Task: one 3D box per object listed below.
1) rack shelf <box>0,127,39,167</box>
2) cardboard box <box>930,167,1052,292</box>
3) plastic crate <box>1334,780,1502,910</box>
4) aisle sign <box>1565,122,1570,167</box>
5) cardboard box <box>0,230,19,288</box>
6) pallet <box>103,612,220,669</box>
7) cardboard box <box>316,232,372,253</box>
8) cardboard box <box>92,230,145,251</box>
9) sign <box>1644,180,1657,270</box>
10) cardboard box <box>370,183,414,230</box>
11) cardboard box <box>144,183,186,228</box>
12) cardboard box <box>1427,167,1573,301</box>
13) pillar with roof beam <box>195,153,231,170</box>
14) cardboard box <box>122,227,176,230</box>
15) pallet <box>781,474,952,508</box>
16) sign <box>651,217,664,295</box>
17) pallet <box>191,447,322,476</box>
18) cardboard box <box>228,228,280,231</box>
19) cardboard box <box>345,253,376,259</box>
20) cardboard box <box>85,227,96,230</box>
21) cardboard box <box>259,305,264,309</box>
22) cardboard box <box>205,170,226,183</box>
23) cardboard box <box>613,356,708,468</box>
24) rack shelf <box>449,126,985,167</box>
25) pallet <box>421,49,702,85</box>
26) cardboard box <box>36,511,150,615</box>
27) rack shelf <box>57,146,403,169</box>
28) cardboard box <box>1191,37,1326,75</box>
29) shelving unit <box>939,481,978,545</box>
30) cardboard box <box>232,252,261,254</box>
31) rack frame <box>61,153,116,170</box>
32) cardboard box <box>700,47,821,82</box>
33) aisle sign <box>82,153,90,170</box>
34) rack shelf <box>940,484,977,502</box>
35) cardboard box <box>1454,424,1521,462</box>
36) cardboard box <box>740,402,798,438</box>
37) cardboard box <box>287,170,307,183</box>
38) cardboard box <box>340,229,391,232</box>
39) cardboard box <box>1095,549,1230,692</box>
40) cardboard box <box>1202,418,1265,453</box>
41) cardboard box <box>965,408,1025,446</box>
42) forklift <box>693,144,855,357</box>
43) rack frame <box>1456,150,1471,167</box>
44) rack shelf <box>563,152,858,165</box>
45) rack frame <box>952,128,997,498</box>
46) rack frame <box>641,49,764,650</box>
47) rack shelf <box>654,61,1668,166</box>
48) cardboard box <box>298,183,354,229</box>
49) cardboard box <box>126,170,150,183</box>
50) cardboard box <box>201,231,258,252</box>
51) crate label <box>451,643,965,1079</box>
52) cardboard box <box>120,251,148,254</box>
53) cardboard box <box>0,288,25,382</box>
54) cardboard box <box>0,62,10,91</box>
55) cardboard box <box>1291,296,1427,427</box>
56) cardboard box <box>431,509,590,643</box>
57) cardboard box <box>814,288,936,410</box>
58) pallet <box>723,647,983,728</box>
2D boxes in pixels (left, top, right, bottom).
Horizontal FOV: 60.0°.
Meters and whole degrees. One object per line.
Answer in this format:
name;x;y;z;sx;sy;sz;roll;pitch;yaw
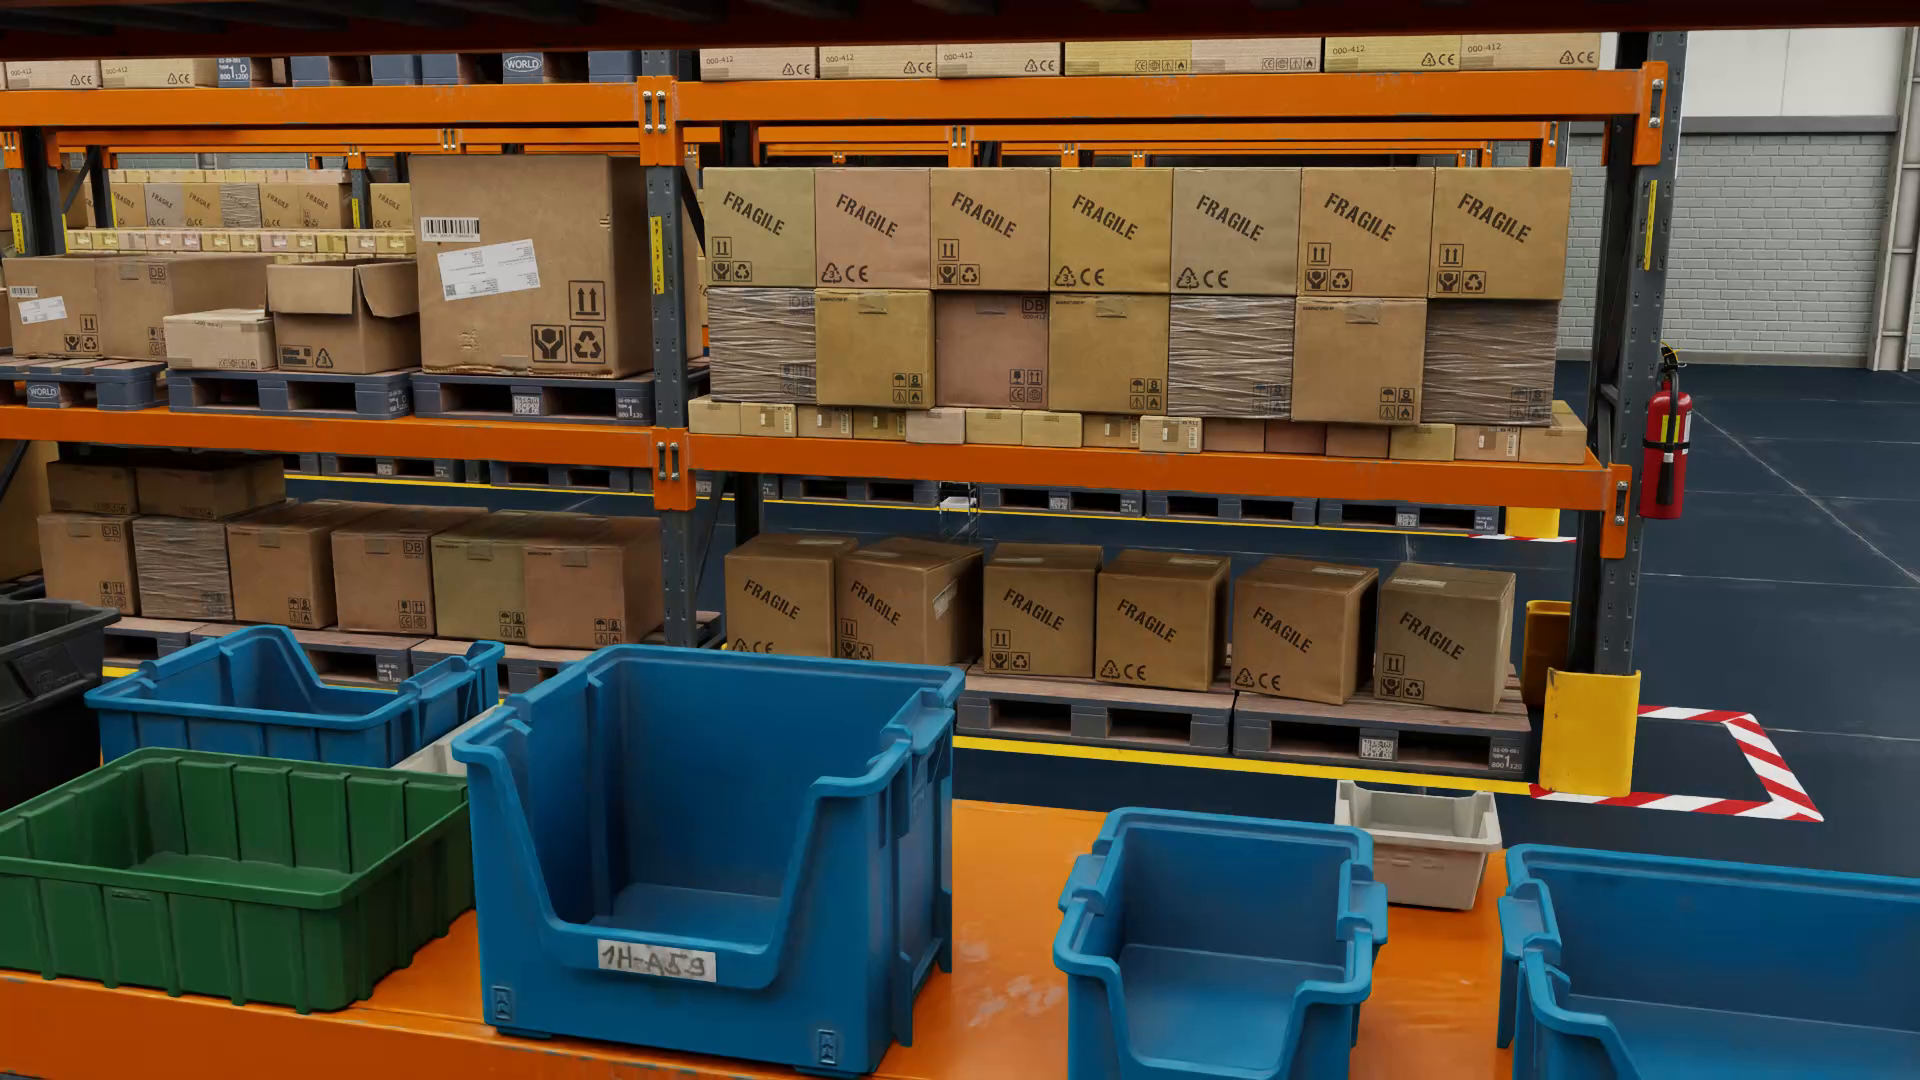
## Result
rack shelf;-6.994;-2.197;8.945;4.000;0.370;1.077;3;13;14
cardboard box;0.178;-1.326;7.058;0.500;0.500;0.500;3;13;14
plastic crate;0.736;0.492;2.701;0.250;0.136;0.298;3;13;14
aisle sign;3.998;-2.805;10.948;0.004;0.787;0.394;3;13;14
cardboard box;-8.187;-2.385;14.140;0.500;0.500;0.500;3;13;14
pallet;-4.294;0.423;8.842;1.213;0.211;1.003;3;13;14
cardboard box;-4.849;-2.346;13.121;0.250;0.149;0.380;3;13;15
cardboard box;-6.857;-2.454;13.605;0.250;0.149;0.380;3;13;14
sign;2.562;-1.168;6.172;0.005;0.325;0.100;3;13;14
cardboard box;-6.203;-3.725;18.558;0.500;0.500;0.500;3;13;14
cardboard box;-9.042;-3.881;19.260;0.500;0.500;0.500;3;13;13
cardboard box;2.121;-1.223;6.596;0.500;0.500;0.500;3;13;14
pillar with roof beam;-12.693;-6.876;21.449;0.400;9.000;9.100;3;13;14
cardboard box;-6.952;-2.604;14.284;0.250;0.149;0.380;3;13;12
pallet;-0.650;-0.473;12.877;1.213;0.211;1.003;3;13;14
sign;-1.299;-1.220;7.136;0.005;0.325;0.100;3;13;14
pallet;-5.705;-0.761;14.175;1.213;0.211;1.003;3;13;14
cardboard box;-5.948;-2.550;14.040;0.250;0.149;0.380;2;13;11
cardboard box;-4.614;-2.188;13.096;0.250;0.149;0.380;4;13;16
cardboard box;-10.048;-3.442;19.593;0.500;0.500;0.500;3;13;13
cardboard box;-3.369;-1.089;8.559;0.258;0.266;0.396;3;13;12
cardboard box;-8.405;-4.163;19.036;0.250;0.149;0.380;3;13;14
cardboard box;-2.347;-1.029;13.171;0.750;0.750;1.050;3;13;14
rack shelf;-1.824;-3.027;12.687;4.000;0.370;1.077;3;13;14
pallet;-1.743;-2.199;7.729;1.003;0.211;1.213;3;13;14
cardboard box;-4.397;0.056;8.810;0.500;0.500;0.700;2;13;11
rack shelf;-8.503;-4.488;19.274;4.000;0.370;1.077;3;13;14
cardboard box;1.205;-1.981;6.658;0.500;0.250;0.500;3;13;15
shelving unit;-0.008;-0.440;11.138;0.210;0.900;0.258;3;13;14
cardboard box;-5.608;-2.241;13.335;0.250;0.149;0.380;3;13;15
rack frame;-10.445;-3.479;19.988;0.127;3.000;1.000;3;13;14
cardboard box;-0.794;-2.086;7.132;0.500;0.250;0.500;3;13;11
aisle sign;-10.441;-4.817;20.017;0.004;0.787;0.394;3;13;14
rack shelf;-0.008;-0.319;11.165;0.200;0.077;0.258;3;13;14
cardboard box;2.146;-0.426;6.810;0.250;0.149;0.380;3;13;14
cardboard box;-0.793;-0.559;7.410;0.250;0.149;0.380;3;13;14
cardboard box;-7.407;-4.125;18.866;0.250;0.149;0.380;3;13;14
cardboard box;-4.924;-2.496;13.795;0.250;0.149;0.380;3;13;11
cardboard box;0.920;0.355;7.512;0.500;0.500;0.500;4;13;19
cardboard box;1.171;-0.475;7.028;0.250;0.149;0.380;3;13;14
cardboard box;0.187;-0.515;7.211;0.250;0.149;0.380;3;13;14
forklift;-1.502;-2.332;14.978;3.031;2.935;1.130;2;13;11
rack frame;6.274;-3.692;20.951;0.127;3.000;1.000;3;13;14
rack shelf;-3.434;-5.325;23.044;4.000;0.370;1.077;3;13;14
rack frame;0.117;-1.810;12.466;0.127;3.000;1.000;3;13;14
rack frame;-1.169;-0.772;7.789;0.127;3.000;1.000;3;13;14
rack shelf;0.773;-1.782;7.074;4.000;0.370;1.077;3;13;14
cardboard box;-7.086;-3.775;18.782;0.500;0.500;0.500;3;13;13
cardboard box;-9.411;-4.210;19.246;0.250;0.149;0.380;3;13;12
cardboard box;-5.859;-2.401;13.365;0.250;0.149;0.380;3;13;15
crate label;-0.324;0.421;2.329;0.616;0.435;0.502;3;13;14
cardboard box;-6.622;-2.296;13.580;0.250;0.149;0.380;2;13;11
cardboard box;-5.459;-1.111;9.085;0.500;0.500;0.500;3;13;15
cardboard box;-4.657;-2.293;8.064;0.500;0.250;0.500;3;13;15
cardboard box;1.673;-0.794;6.968;0.500;0.500;0.875;3;13;14
cardboard box;-2.219;0.168;8.305;0.500;0.500;0.700;3;13;13
cardboard box;-0.270;-0.896;7.431;0.500;0.500;0.875;3;13;14
pallet;-0.509;0.617;7.967;1.213;0.211;1.003;3;13;14
